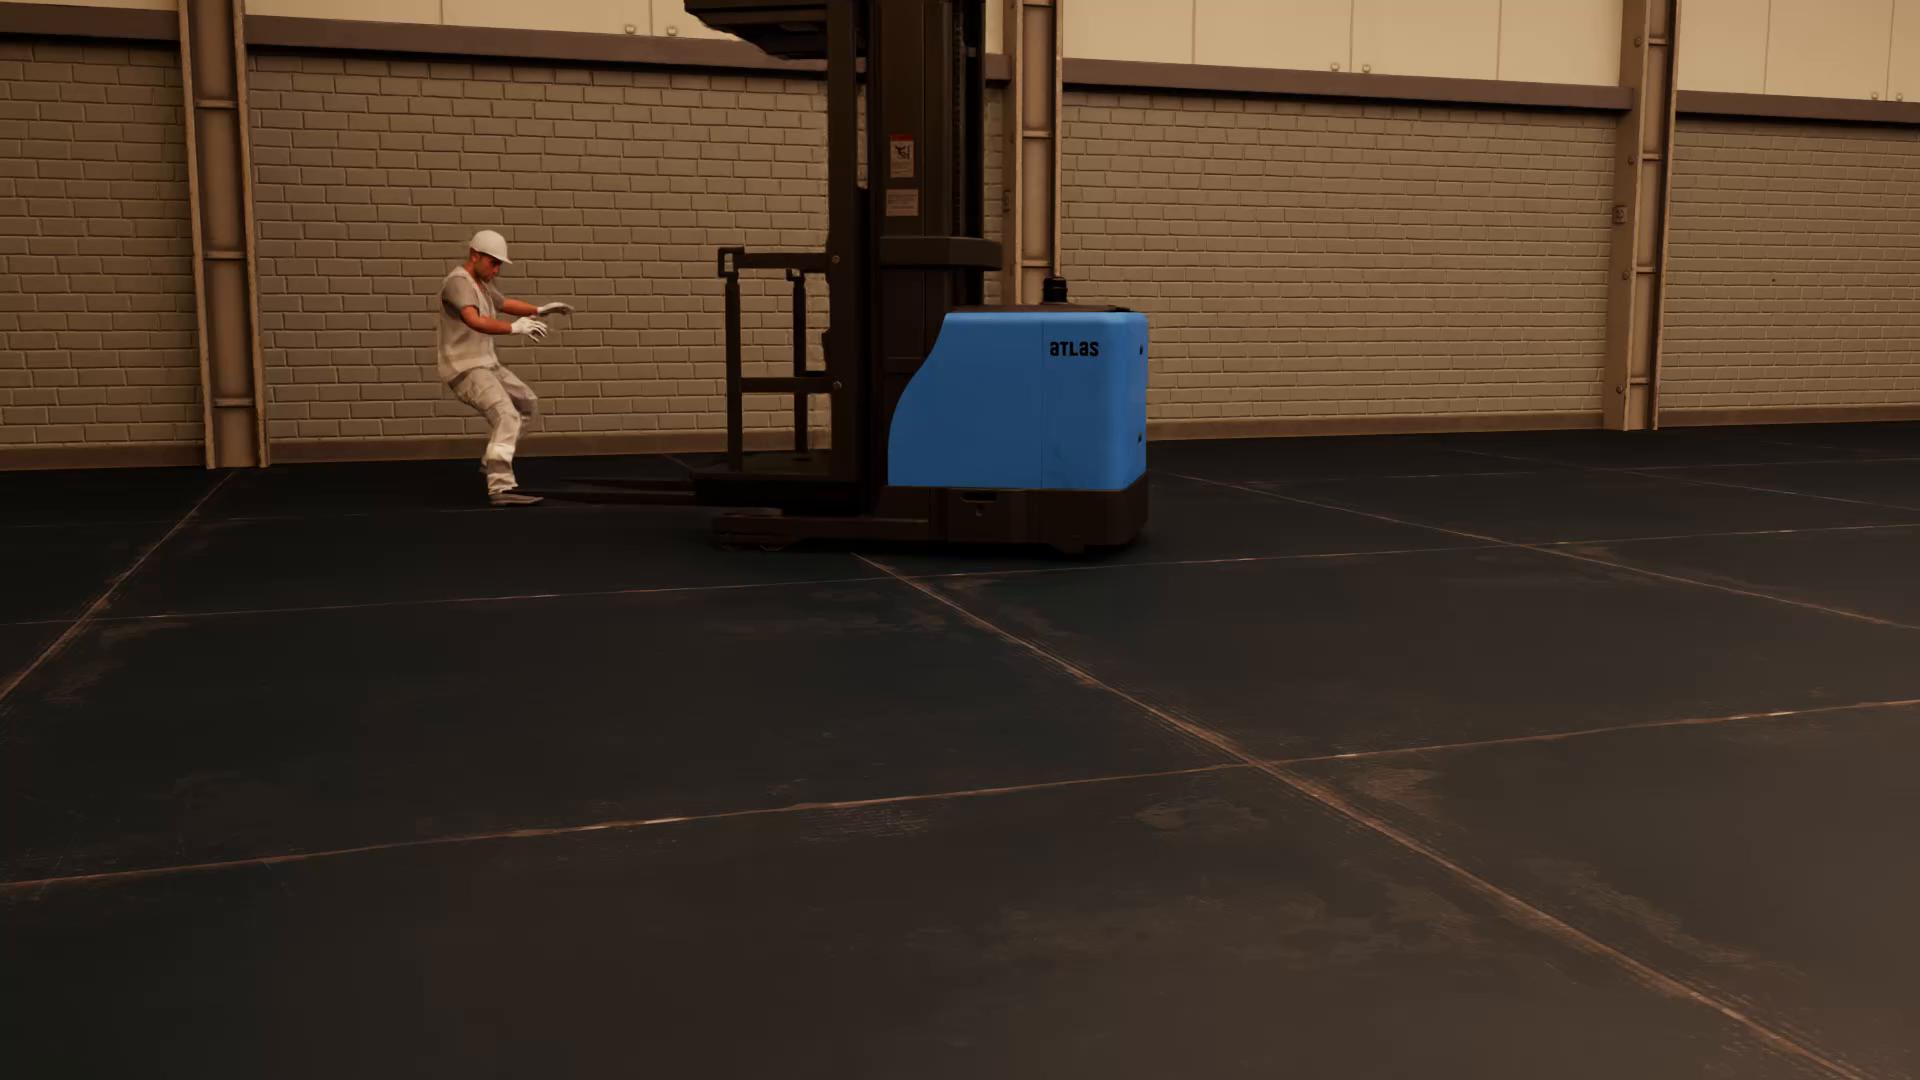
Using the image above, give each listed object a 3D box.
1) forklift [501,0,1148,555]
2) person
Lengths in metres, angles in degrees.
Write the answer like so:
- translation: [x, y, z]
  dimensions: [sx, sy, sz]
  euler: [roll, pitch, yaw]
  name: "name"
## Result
- translation: [-0.657, -1.465, 7.823]
  dimensions: [3.031, 2.935, 1.130]
  euler: [2, 8, 12]
  name: "forklift"
- translation: [-2.692, -1.036, 9.797]
  dimensions: [0.689, 1.551, 1.264]
  euler: [0, 8, 0]
  name: "person"
